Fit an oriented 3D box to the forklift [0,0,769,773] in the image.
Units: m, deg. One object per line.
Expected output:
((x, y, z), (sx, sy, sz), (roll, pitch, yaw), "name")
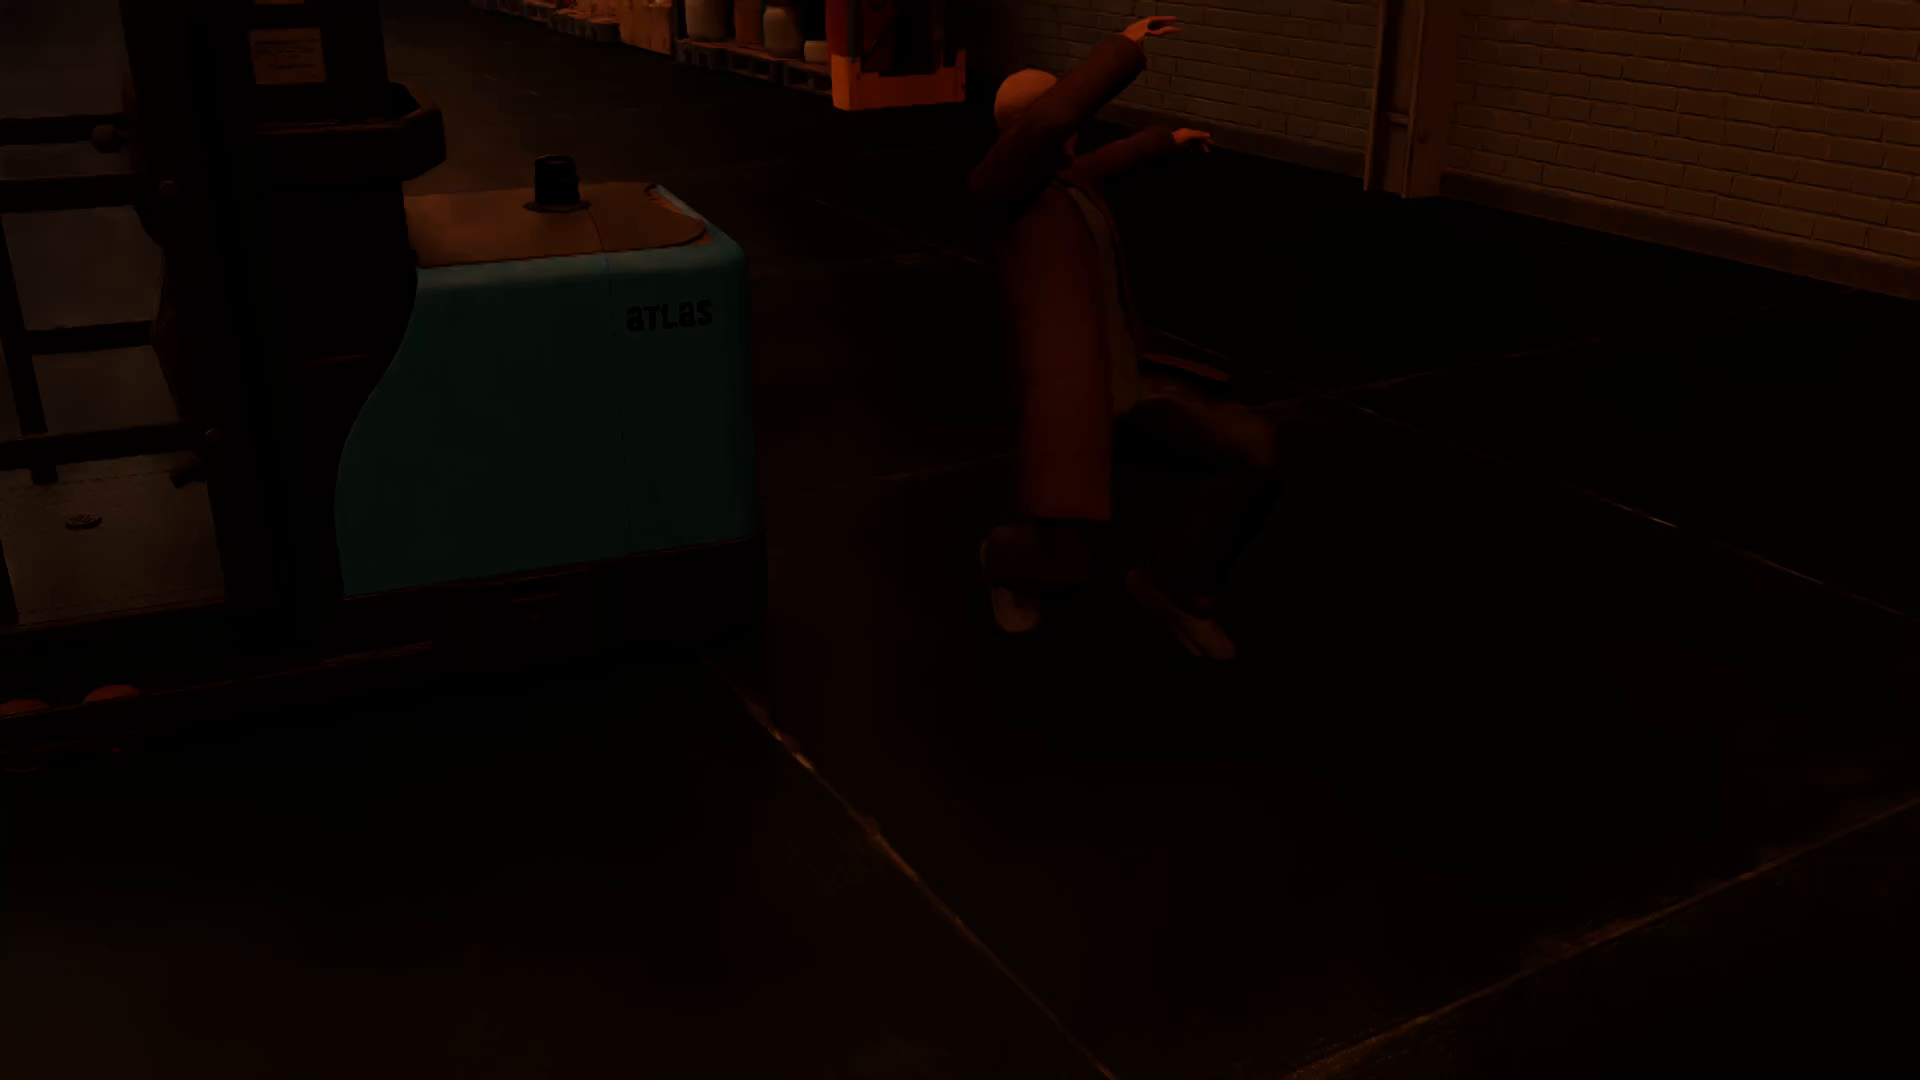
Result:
((-2.086, -1.048, 3.827), (3.031, 2.935, 1.130), (-9, 24, -20), "forklift")

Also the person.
((0.548, -0.530, 4.364), (0.893, 1.641, 1.169), (20, 29, 40), "person")
